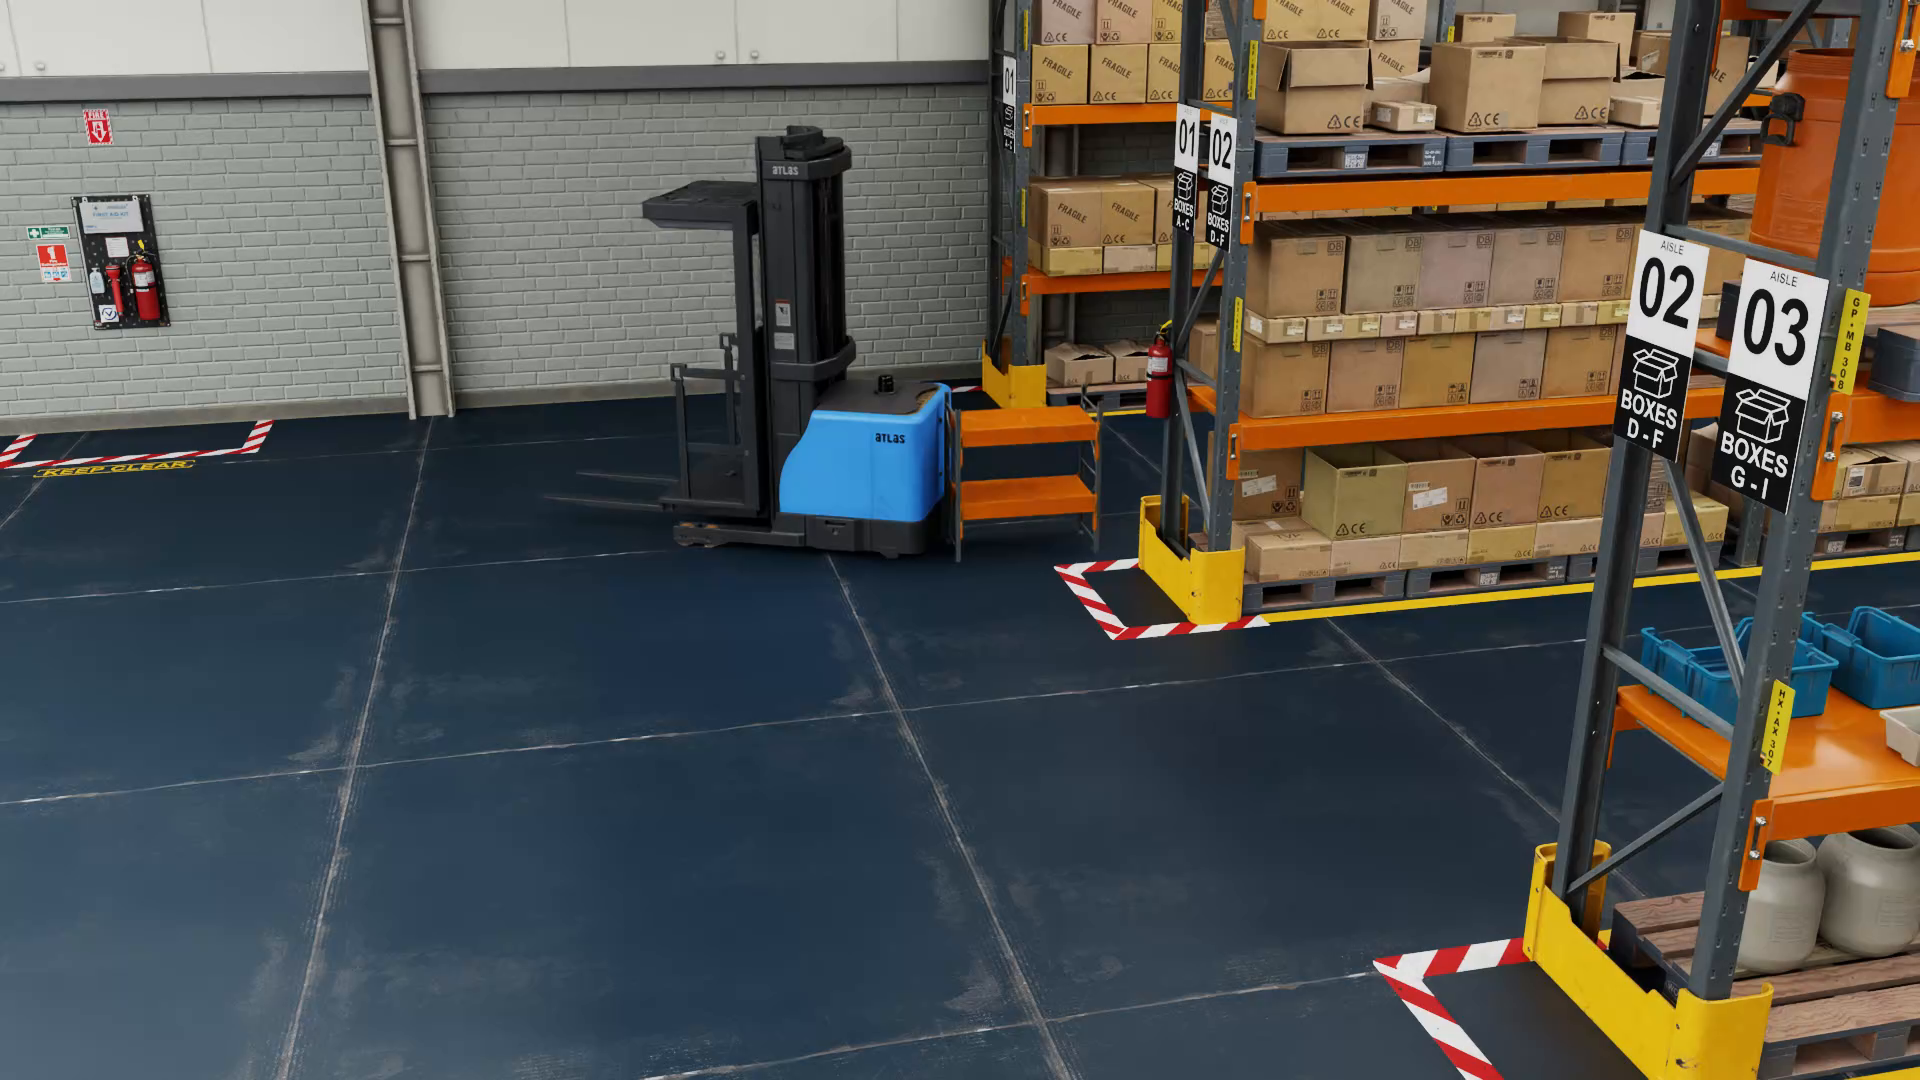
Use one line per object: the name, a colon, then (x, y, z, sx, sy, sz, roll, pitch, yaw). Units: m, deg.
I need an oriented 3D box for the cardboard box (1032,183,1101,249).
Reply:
cardboard box: (0.968, -2.948, 15.099, 0.500, 0.500, 0.500, -5, 21, -12)

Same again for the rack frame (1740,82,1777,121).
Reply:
rack frame: (8.220, -3.353, 17.106, 0.127, 3.000, 1.000, -5, 21, -12)

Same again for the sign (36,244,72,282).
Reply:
sign: (-7.898, -2.414, 14.492, 0.234, 0.329, 0.001, -5, 21, -12)

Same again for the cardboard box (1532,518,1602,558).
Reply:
cardboard box: (4.098, -0.094, 11.596, 0.500, 0.250, 0.500, -5, 21, -12)

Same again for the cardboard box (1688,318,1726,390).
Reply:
cardboard box: (5.040, -1.388, 11.597, 0.500, 0.500, 0.700, -5, 21, -14)

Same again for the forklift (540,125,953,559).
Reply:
forklift: (-1.623, -1.489, 12.119, 3.031, 2.935, 1.130, 4, 21, 12)

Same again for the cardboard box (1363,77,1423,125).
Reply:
cardboard box: (2.638, -2.842, 10.755, 0.500, 0.250, 0.500, -5, 21, -12)

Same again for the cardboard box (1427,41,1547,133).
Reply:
cardboard box: (3.257, -2.820, 10.331, 0.500, 0.500, 0.500, -5, 21, -12)

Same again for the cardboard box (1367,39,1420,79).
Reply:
cardboard box: (3.890, -4.378, 15.369, 0.500, 0.500, 0.500, -4, 21, -11)

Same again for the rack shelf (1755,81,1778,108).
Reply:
rack shelf: (10.166, -4.582, 17.146, 4.000, 0.370, 1.077, -5, 21, -12)

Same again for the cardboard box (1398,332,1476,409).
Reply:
cardboard box: (3.030, -1.222, 11.143, 0.500, 0.500, 0.700, -5, 21, -12)

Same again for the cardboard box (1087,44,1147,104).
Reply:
cardboard box: (1.348, -4.157, 14.768, 0.500, 0.500, 0.500, -3, 20, -9)

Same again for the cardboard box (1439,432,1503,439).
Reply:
cardboard box: (3.488, -0.585, 11.847, 0.500, 0.500, 0.500, -5, 21, -12)

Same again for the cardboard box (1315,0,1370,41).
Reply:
cardboard box: (3.368, -4.793, 15.048, 0.500, 0.500, 0.500, -4, 20, -10)

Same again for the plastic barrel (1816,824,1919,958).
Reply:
plastic barrel: (3.825, 1.451, 7.000, 0.421, 0.512, 0.421, 0, 20, 0)

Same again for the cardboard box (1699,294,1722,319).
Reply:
cardboard box: (5.014, -1.617, 11.281, 0.250, 0.149, 0.380, -5, 21, -14)

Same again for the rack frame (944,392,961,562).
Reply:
rack frame: (-0.053, -0.453, 11.915, 0.032, 1.125, 0.500, -4, 20, -10)

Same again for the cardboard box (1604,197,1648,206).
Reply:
cardboard box: (6.557, -3.459, 16.613, 0.500, 0.500, 0.700, -5, 21, -12)

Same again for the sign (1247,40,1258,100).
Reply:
sign: (1.700, -2.731, 9.663, 0.005, 0.325, 0.100, -5, 21, -12)

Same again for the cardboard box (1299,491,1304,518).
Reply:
cardboard box: (2.516, -0.152, 11.757, 0.500, 0.250, 0.500, -5, 21, -12)

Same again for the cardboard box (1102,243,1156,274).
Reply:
cardboard box: (1.484, -2.637, 15.340, 0.500, 0.250, 0.500, -5, 21, -14)

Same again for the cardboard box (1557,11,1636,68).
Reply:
cardboard box: (6.078, -4.803, 15.948, 0.500, 0.500, 0.500, -5, 21, -14)

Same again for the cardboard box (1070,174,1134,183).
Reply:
cardboard box: (1.336, -3.155, 15.666, 0.500, 0.500, 0.500, -4, 21, -12)

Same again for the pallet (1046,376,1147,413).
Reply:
pallet: (1.307, -1.468, 16.016, 1.213, 0.211, 1.003, -5, 21, -12)

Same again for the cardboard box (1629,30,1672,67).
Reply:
cardboard box: (6.937, -4.747, 16.373, 0.637, 0.503, 0.797, -2, 20, -5)

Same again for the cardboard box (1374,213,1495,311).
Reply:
cardboard box: (3.088, -1.838, 10.940, 0.500, 0.500, 0.700, -5, 21, -12)

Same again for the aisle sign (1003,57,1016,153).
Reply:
aisle sign: (0.433, -3.834, 14.640, 0.004, 0.787, 0.394, -5, 21, -12)

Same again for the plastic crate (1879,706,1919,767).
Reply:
plastic crate: (3.659, 0.758, 6.269, 0.250, 0.136, 0.298, -5, 21, -12)

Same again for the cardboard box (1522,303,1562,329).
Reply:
cardboard box: (3.761, -1.514, 10.999, 0.250, 0.149, 0.380, -4, 20, -11)

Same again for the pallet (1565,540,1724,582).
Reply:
pallet: (4.687, -0.020, 12.062, 1.213, 0.211, 1.003, -5, 21, -12)

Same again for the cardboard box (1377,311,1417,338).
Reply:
cardboard box: (2.755, -1.432, 10.775, 0.250, 0.149, 0.380, -5, 21, -13)

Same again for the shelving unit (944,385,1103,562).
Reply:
shelving unit: (0.446, -0.486, 12.005, 1.048, 1.125, 0.538, -4, 20, -10)

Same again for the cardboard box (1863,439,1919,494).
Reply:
cardboard box: (6.922, -0.576, 12.098, 0.500, 0.311, 0.500, -5, 21, -14)

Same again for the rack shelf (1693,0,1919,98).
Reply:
rack shelf: (4.660, -1.853, 5.917, 4.000, 0.370, 1.077, -5, 21, -12)

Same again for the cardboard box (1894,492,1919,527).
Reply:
cardboard box: (6.921, -0.315, 12.201, 0.500, 0.250, 0.500, -5, 21, -14)

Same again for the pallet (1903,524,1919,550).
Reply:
pallet: (7.368, -0.238, 12.657, 1.213, 0.211, 1.003, -5, 21, -12)

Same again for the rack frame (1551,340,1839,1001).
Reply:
rack frame: (2.714, 0.597, 6.324, 0.127, 3.000, 1.000, -5, 21, -12)

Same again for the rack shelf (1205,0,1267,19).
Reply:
rack shelf: (3.524, -3.511, 10.444, 4.000, 0.370, 1.077, -5, 21, -12)

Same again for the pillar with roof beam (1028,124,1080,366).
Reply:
pillar with roof beam: (1.907, -4.440, 11.353, 0.400, 9.000, 9.100, -5, 21, -12)

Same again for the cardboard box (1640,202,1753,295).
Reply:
cardboard box: (5.040, -1.997, 11.374, 0.500, 0.500, 0.700, -5, 21, -12)

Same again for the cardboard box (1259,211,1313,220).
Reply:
cardboard box: (2.961, -3.108, 15.538, 0.500, 0.500, 0.500, -5, 21, -14)

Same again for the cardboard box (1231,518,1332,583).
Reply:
cardboard box: (2.151, 0.064, 11.165, 0.500, 0.250, 0.500, -5, 21, -12)

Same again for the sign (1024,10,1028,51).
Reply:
sign: (0.559, -4.357, 14.215, 0.005, 0.325, 0.100, -5, 21, -12)

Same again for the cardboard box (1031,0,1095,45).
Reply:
cardboard box: (0.865, -4.603, 14.530, 0.500, 0.500, 0.500, -6, 21, -16)

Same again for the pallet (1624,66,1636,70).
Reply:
pallet: (5.961, -4.453, 16.021, 1.003, 0.211, 1.213, -5, 21, -12)

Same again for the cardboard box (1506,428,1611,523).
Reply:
cardboard box: (4.095, -0.450, 11.479, 0.500, 0.500, 0.500, -5, 21, -12)

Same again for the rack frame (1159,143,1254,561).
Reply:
rack frame: (1.578, -1.061, 10.851, 0.127, 3.000, 1.000, -5, 21, -12)

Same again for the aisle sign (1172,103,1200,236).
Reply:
aisle sign: (1.446, -2.375, 10.658, 0.004, 0.787, 0.394, -5, 21, -12)

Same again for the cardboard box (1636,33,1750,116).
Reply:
cardboard box: (4.920, -3.145, 11.218, 0.500, 0.500, 0.500, -3, 20, -8)
